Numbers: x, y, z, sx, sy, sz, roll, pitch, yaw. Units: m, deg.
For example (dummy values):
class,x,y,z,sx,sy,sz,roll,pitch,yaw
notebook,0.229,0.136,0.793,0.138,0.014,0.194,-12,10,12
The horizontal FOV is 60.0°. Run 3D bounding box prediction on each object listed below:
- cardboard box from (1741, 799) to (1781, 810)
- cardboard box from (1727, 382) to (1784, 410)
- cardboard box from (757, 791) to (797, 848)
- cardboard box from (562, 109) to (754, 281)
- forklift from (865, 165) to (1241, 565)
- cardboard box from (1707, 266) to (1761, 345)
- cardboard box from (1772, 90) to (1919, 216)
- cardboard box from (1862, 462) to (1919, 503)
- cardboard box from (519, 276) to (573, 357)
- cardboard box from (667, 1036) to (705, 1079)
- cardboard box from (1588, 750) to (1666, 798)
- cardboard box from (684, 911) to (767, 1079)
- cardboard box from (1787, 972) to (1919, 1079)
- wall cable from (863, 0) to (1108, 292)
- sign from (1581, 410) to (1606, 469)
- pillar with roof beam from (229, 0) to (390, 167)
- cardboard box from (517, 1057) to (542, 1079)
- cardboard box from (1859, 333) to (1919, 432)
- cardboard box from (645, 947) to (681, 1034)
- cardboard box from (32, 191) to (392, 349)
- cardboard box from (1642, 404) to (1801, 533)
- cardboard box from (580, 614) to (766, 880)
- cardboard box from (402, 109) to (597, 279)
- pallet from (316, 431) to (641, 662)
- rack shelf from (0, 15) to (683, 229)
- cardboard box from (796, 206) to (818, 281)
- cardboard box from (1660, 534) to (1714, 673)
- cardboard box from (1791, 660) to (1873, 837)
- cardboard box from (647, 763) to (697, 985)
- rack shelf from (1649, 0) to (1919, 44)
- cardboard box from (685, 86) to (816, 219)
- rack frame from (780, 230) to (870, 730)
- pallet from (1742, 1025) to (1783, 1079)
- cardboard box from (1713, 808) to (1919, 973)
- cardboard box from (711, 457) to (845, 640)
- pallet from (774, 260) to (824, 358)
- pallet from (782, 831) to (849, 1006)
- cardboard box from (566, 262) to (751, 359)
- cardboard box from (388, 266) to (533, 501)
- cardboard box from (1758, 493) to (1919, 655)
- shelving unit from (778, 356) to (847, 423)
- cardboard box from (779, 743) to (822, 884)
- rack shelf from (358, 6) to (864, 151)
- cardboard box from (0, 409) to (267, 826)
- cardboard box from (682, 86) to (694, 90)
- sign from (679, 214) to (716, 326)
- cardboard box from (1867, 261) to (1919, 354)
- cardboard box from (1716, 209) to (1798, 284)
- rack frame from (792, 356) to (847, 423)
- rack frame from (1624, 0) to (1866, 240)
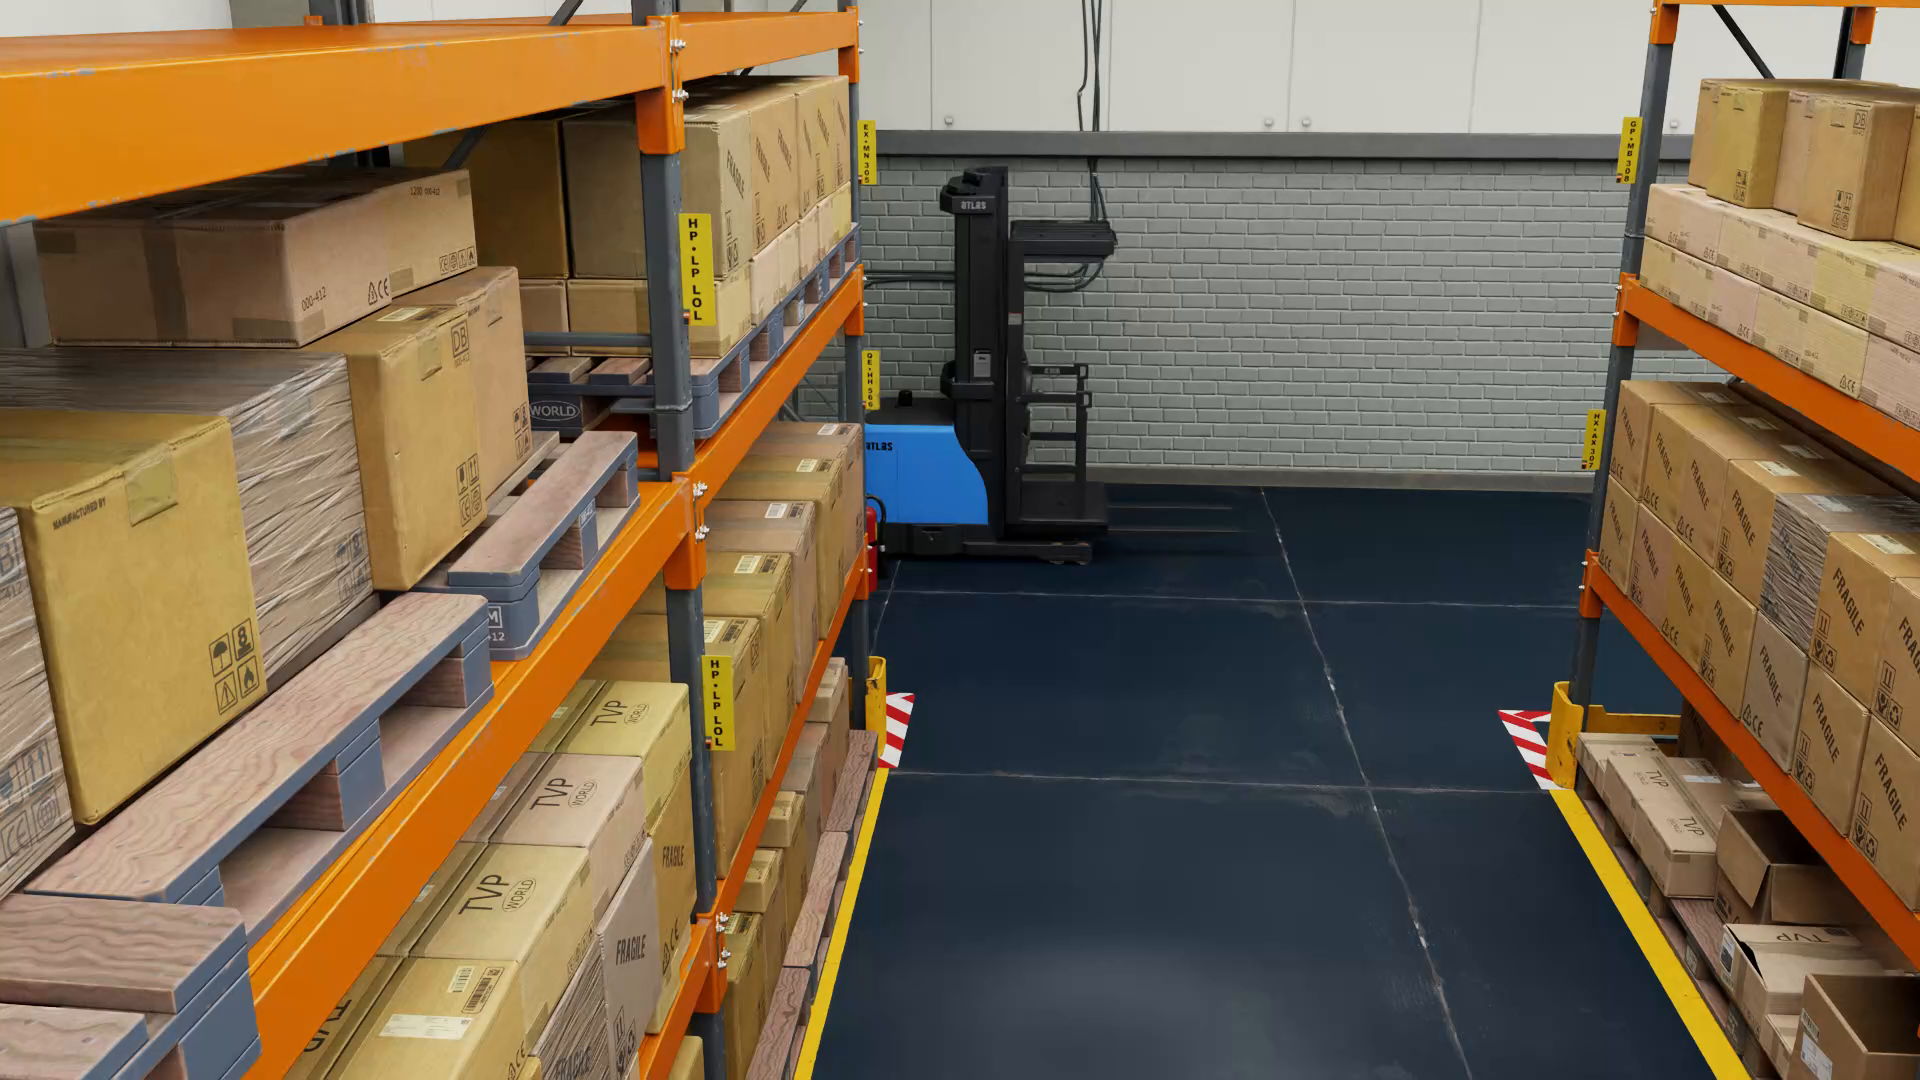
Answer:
class,x,y,z,sx,sy,sz,roll,pitch,yaw
cardboard box,4.024,1.457,7.870,0.500,0.250,0.500,1,18,4
cardboard box,4.157,-0.488,8.329,0.500,0.500,0.500,1,18,3
cardboard box,-0.913,1.209,7.215,0.380,0.149,0.250,1,18,2
cardboard box,-0.982,-1.150,5.498,0.500,0.500,0.500,1,18,3
forklift,0.687,-1.373,12.906,3.031,2.935,1.130,1,18,3
cardboard box,3.541,-1.000,7.080,0.500,0.250,0.500,1,18,4
cardboard box,3.845,-1.587,6.865,0.700,0.500,0.500,1,18,4
cardboard box,4.052,-0.010,6.871,0.500,0.500,0.500,2,18,6
cardboard box,-1.498,-0.796,5.623,0.500,0.250,0.500,1,18,4
cardboard box,-1.230,2.050,5.128,0.750,0.750,0.750,1,18,5
cardboard box,3.524,1.228,8.703,0.380,0.166,0.250,1,18,4
cardboard box,-1.157,1.782,6.509,0.700,0.500,0.500,2,18,5
cardboard box,3.386,1.928,6.029,0.500,0.500,0.500,1,18,4
wall cable,-0.264,-3.343,14.160,3.097,2.526,0.112,1,18,4
sign,3.374,-0.533,8.843,0.100,0.325,0.005,1,18,4
pillar with roof beam,2.168,-1.968,4.978,9.100,9.000,0.400,1,18,4
cardboard box,-1.197,1.444,3.530,0.500,0.500,0.500,2,18,5
cardboard box,3.444,-0.534,5.658,0.500,0.250,0.500,1,18,4
cardboard box,-1.049,1.323,4.939,0.380,0.149,0.250,2,18,5
cardboard box,-1.532,-0.573,3.466,0.500,0.250,0.500,1,18,2
cardboard box,3.590,-0.338,7.871,0.500,0.500,0.500,1,18,4
cardboard box,-1.258,0.713,5.949,0.980,0.700,0.700,2,18,5
cardboard box,-1.496,-1.157,5.520,0.500,0.500,0.500,1,18,3
pallet,-1.330,-0.025,4.174,0.805,0.209,1.217,1,18,2
rack shelf,-1.456,-0.675,2.828,1.077,0.370,4.000,1,18,4
cardboard box,-0.883,-1.264,7.051,0.500,0.250,0.500,1,18,2
cardboard box,3.549,0.291,7.557,0.500,0.500,0.500,1,18,4
cardboard box,3.444,0.764,6.114,0.500,0.500,0.500,2,18,5
cardboard box,-1.095,0.974,4.963,0.500,0.500,0.500,1,18,3
rack shelf,3.771,-1.996,6.223,1.077,0.370,4.000,1,18,4
cardboard box,-0.882,-1.626,6.952,0.500,0.500,0.500,0,18,1
rack frame,-1.026,-0.219,9.275,1.000,3.000,0.127,1,18,4
pallet,3.678,2.245,6.234,1.003,0.211,1.213,1,18,4
cardboard box,3.758,1.526,7.251,0.797,0.503,0.637,1,18,4
cardboard box,-1.094,0.023,8.053,0.980,0.700,0.700,1,18,3
pallet,-1.154,-0.992,6.958,1.003,0.211,1.213,1,18,4
pallet,-1.096,1.734,7.792,1.003,0.211,1.213,1,18,4
cardboard box,-1.001,-0.787,5.595,0.500,0.250,0.500,1,18,4
cardboard box,-1.486,-0.388,4.105,0.700,0.500,0.500,0,18,1
cardboard box,3.476,0.131,6.438,0.500,0.500,0.500,1,18,4
shelving unit,-1.119,-0.705,13.165,0.538,1.500,1.048,0,18,1
cardboard box,-1.048,1.300,7.977,0.700,0.500,0.500,1,18,2
rack shelf,-1.170,-1.917,6.619,1.077,0.370,4.000,1,18,4
cardboard box,-1.584,0.094,2.634,0.700,0.500,0.500,2,18,7
cardboard box,-1.400,-1.635,6.979,0.500,0.500,0.500,1,18,4
sign,-0.771,-0.788,4.859,0.100,0.325,0.005,1,18,4
cardboard box,3.431,-0.771,5.581,0.500,0.250,0.500,1,18,4
cardboard box,3.546,-1.237,7.002,0.500,0.250,0.500,1,18,4
rack frame,-1.113,-0.863,13.648,0.500,1.500,0.032,0,18,1
rack frame,3.915,-2.961,8.006,1.000,3.000,0.127,1,18,4
